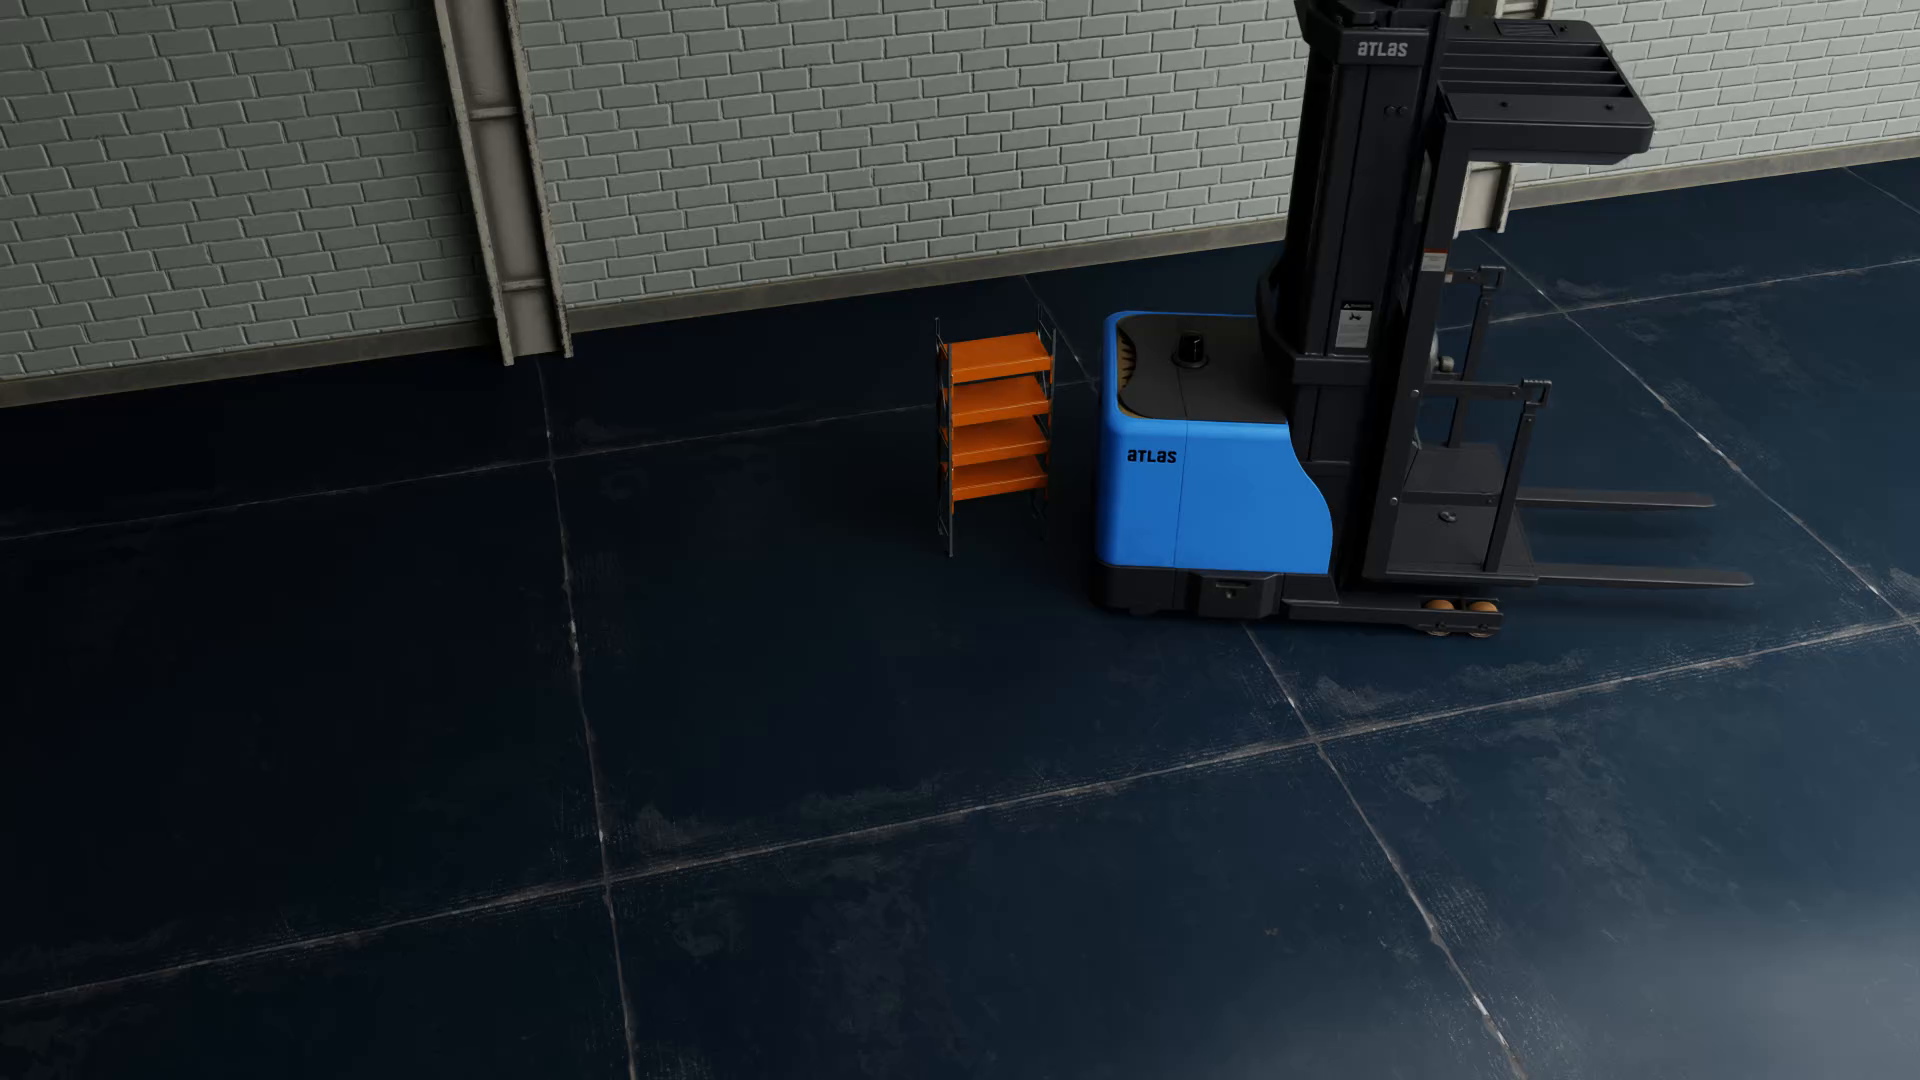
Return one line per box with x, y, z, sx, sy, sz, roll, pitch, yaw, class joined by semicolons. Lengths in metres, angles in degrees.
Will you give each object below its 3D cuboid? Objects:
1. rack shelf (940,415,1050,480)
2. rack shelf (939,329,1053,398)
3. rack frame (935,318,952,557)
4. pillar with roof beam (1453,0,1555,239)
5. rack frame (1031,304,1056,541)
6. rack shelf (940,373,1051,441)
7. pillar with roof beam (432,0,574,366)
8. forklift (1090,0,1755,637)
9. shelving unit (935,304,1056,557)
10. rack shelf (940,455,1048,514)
0.160;-0.449;7.940;0.480;0.148;0.258;-9;38;-12;rack shelf
0.160;-0.815;7.660;0.480;0.148;0.258;-9;38;-12;rack shelf
-0.076;-0.464;7.849;0.015;1.200;0.240;-9;38;-12;rack frame
4.449;-3.119;4.901;0.400;9.000;9.100;-9;38;-12;pillar with roof beam
0.395;-0.541;7.950;0.015;1.200;0.240;-9;38;-12;rack frame
0.160;-0.627;7.804;0.480;0.148;0.258;-9;38;-12;rack shelf
-1.343;-2.169;3.658;0.400;9.000;9.100;-9;38;-12;pillar with roof beam
2.148;-1.053;7.193;3.031;2.935;1.130;2;37;3;forklift
0.160;-0.503;7.899;0.503;1.200;0.258;-9;38;-12;shelving unit
0.160;-0.292;8.061;0.480;0.148;0.258;-9;38;-12;rack shelf
